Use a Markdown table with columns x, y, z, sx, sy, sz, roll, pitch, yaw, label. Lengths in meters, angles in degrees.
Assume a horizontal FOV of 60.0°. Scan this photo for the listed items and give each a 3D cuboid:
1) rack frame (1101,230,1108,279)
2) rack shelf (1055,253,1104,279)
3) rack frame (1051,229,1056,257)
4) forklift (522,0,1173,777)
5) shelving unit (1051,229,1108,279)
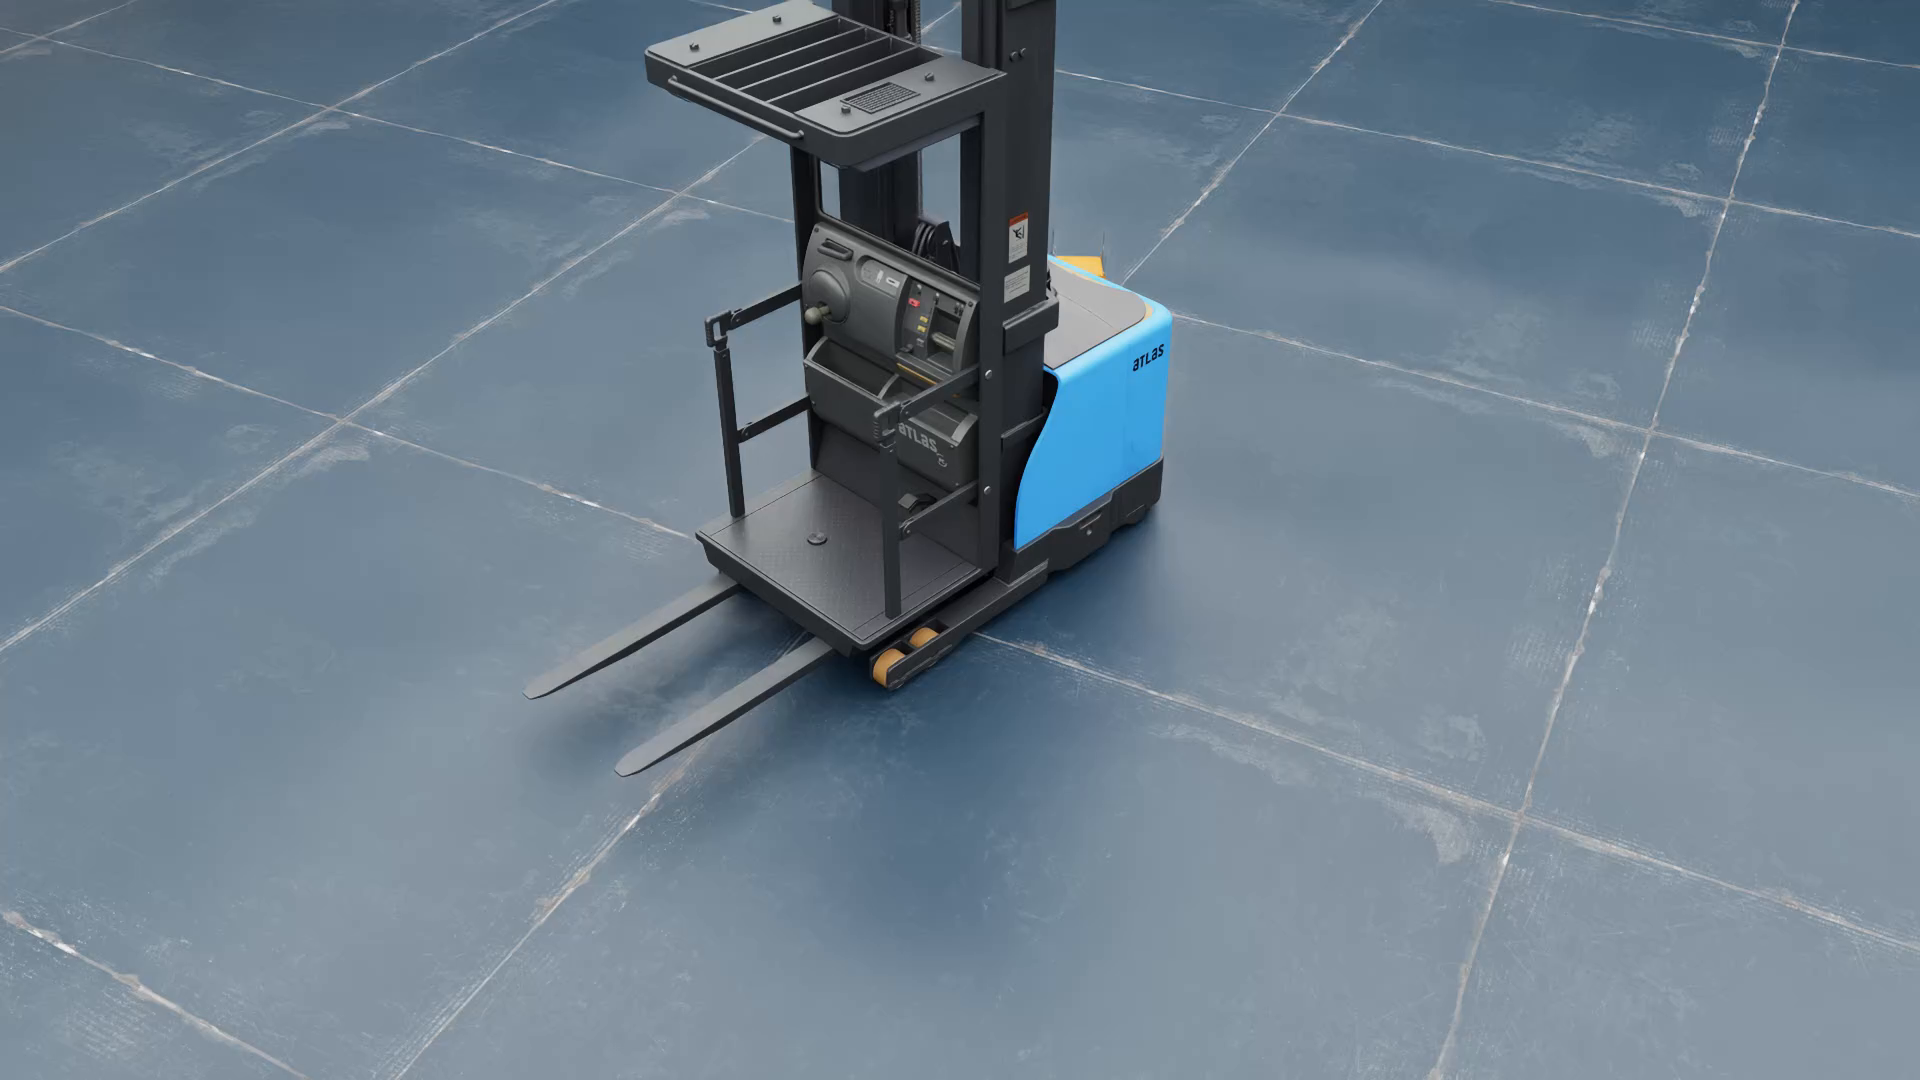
| x | y | z | sx | sy | sz | roll | pitch | yaw | label |
| --- | --- | --- | --- | --- | --- | --- | --- | --- | --- |
| 0.680 | -1.002 | 8.200 | 0.008 | 1.050 | 0.200 | 1 | 37 | 0 | rack frame |
| 0.563 | -1.224 | 8.037 | 0.240 | 0.259 | 0.215 | 1 | 37 | 0 | rack shelf |
| 0.436 | -1.007 | 8.199 | 0.008 | 1.050 | 0.200 | 1 | 37 | 0 | rack frame |
| -0.438 | -0.898 | 6.509 | 1.130 | 2.935 | 3.031 | 31 | 47 | 34 | forklift |
| 0.558 | -1.005 | 8.200 | 0.252 | 1.050 | 0.215 | 1 | 37 | 0 | shelving unit |
